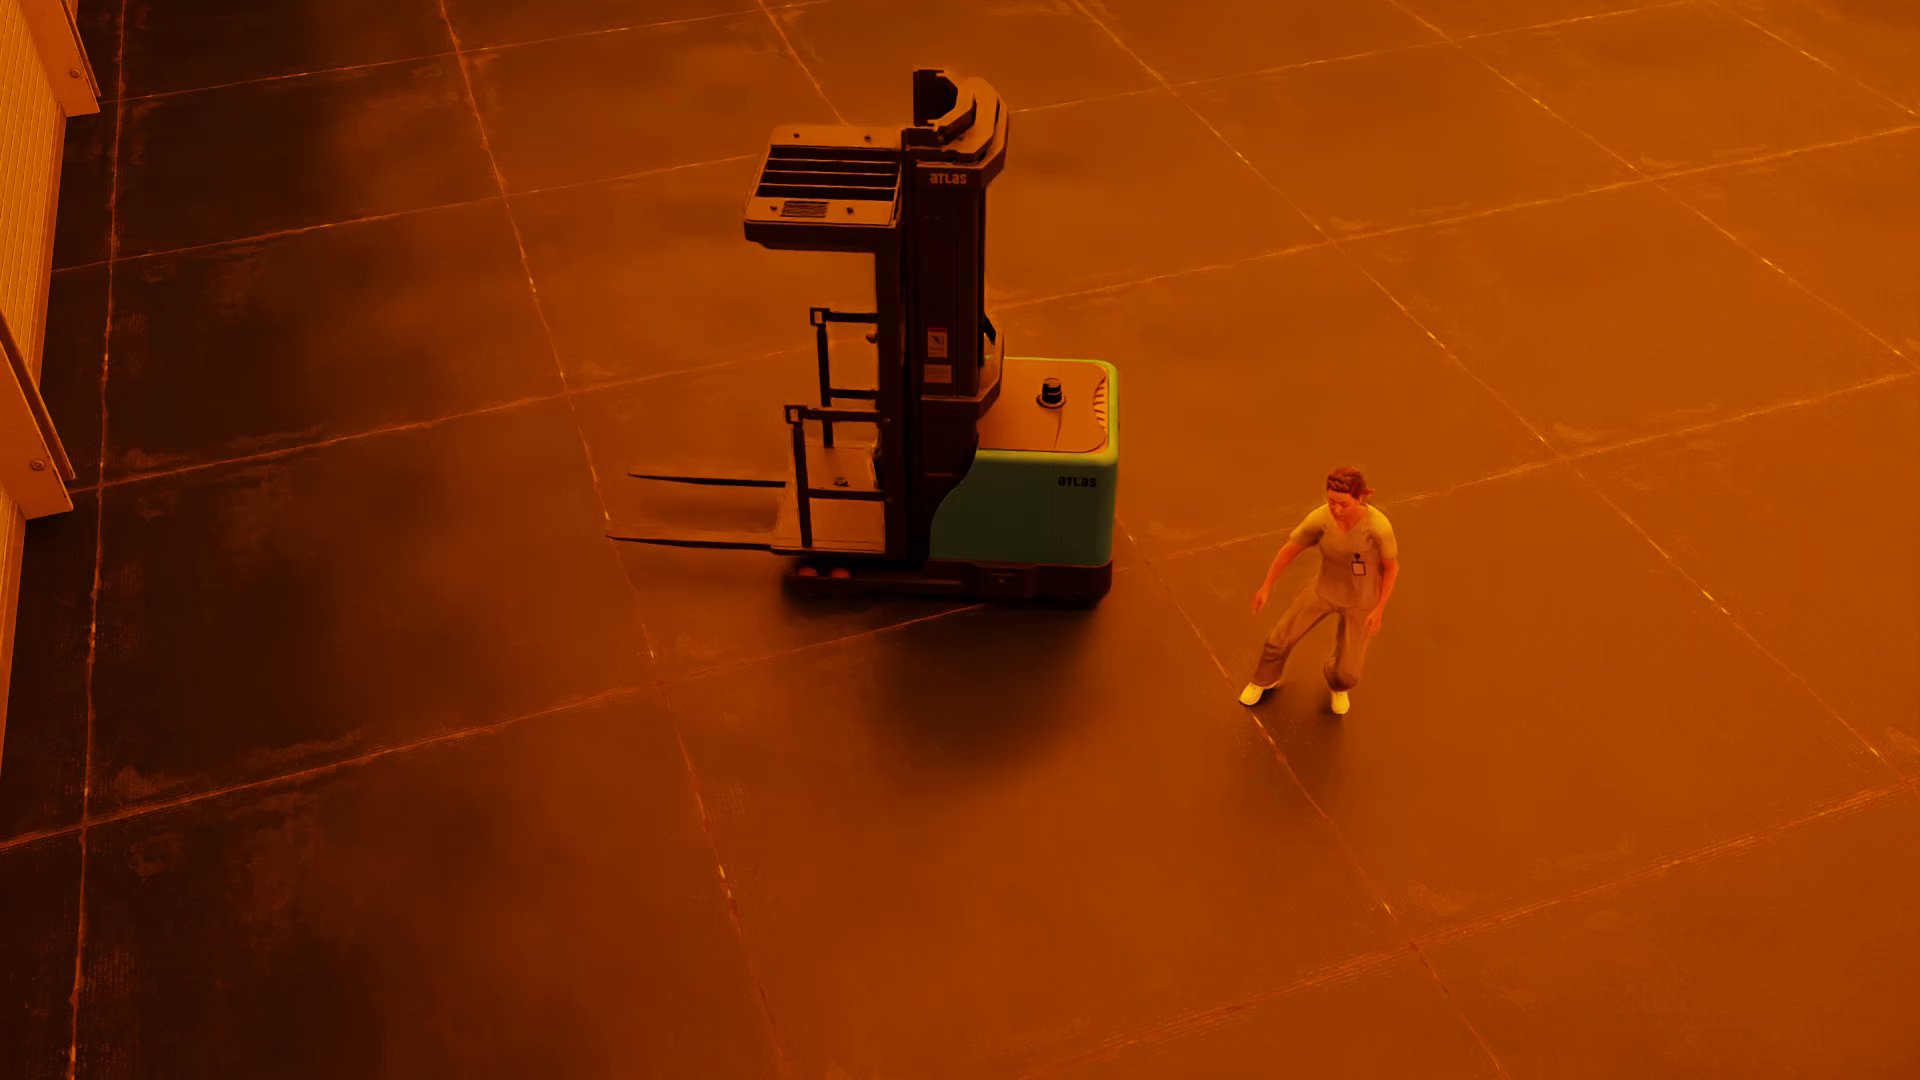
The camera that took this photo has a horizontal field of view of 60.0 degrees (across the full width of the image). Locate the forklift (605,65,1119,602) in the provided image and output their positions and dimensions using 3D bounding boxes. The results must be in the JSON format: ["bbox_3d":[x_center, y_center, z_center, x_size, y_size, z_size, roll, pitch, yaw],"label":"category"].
[{"bbox_3d":[-0.593,-1.125,9.336,3.031,2.935,1.130,2,40,3],"label":"forklift"}]

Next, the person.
[{"bbox_3d":[1.916,0.290,8.704,0.664,1.572,0.484,21,44,23],"label":"person"}]
